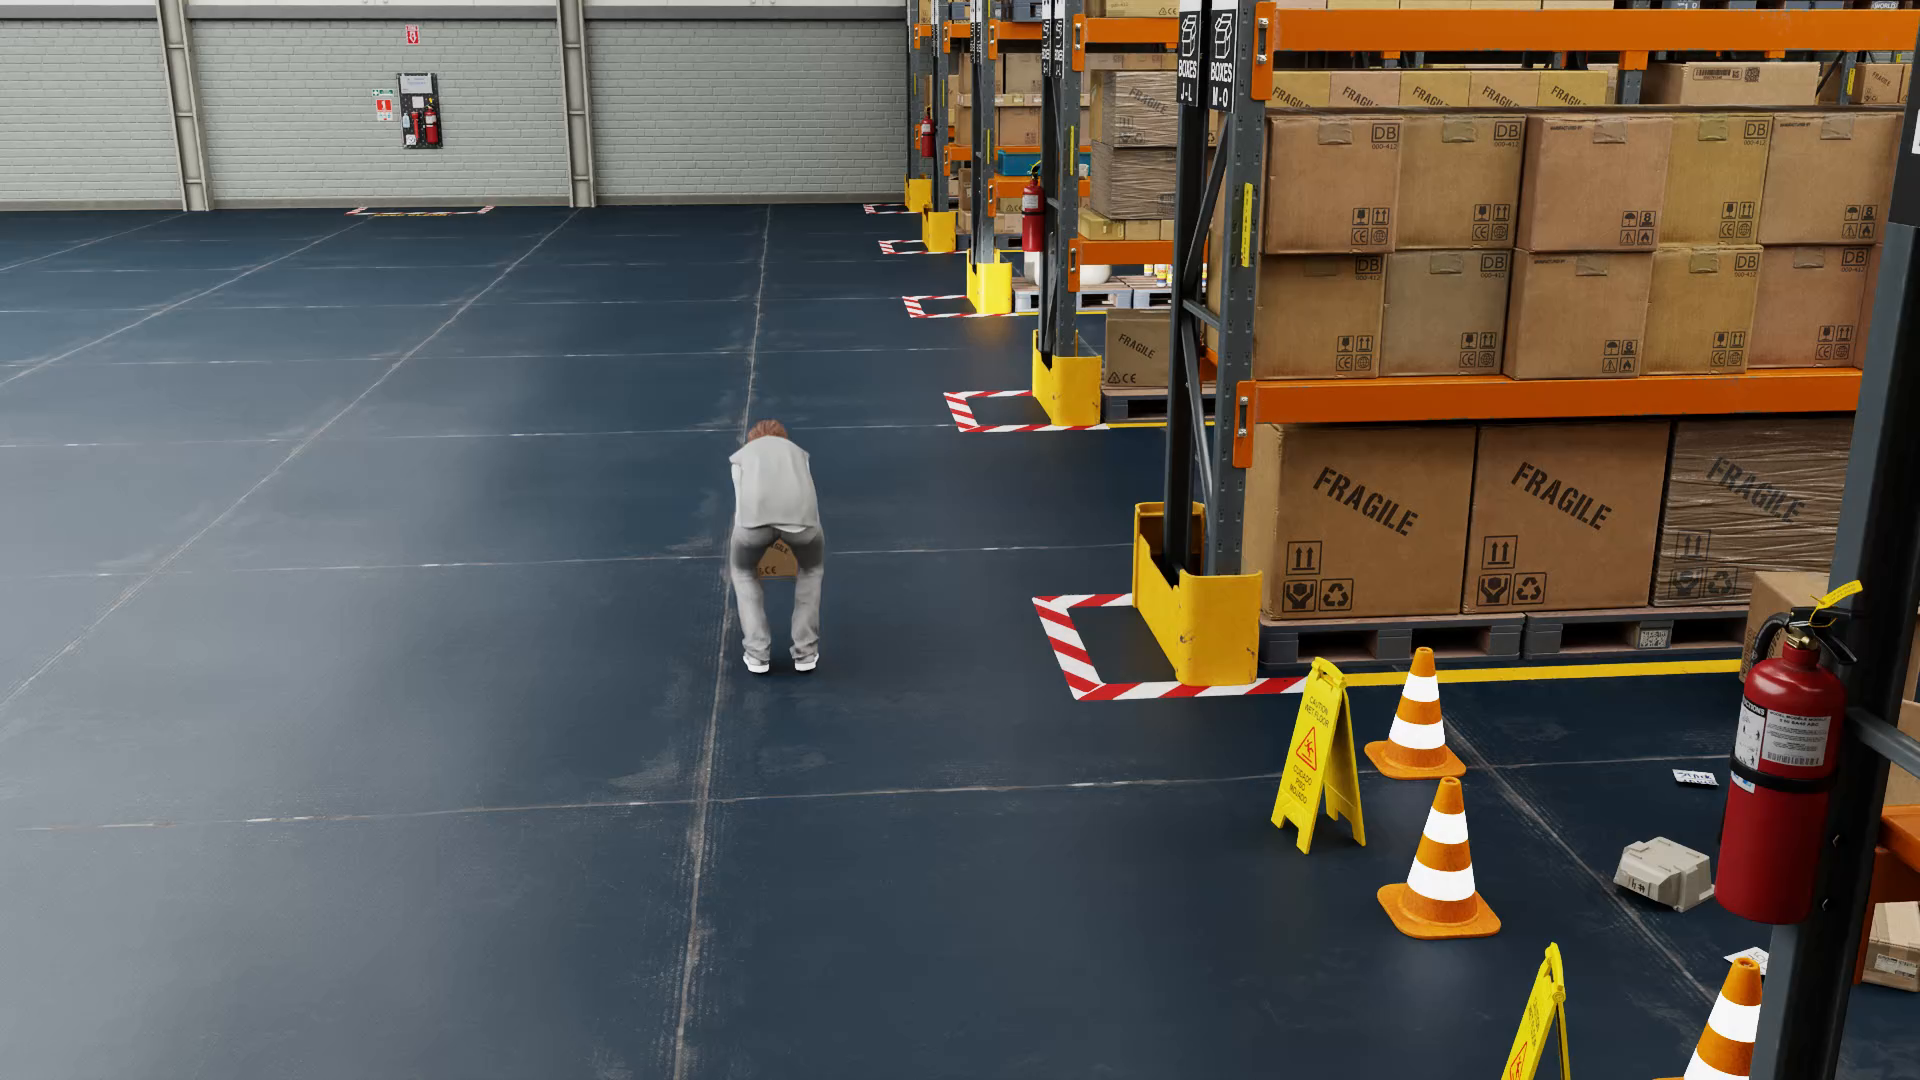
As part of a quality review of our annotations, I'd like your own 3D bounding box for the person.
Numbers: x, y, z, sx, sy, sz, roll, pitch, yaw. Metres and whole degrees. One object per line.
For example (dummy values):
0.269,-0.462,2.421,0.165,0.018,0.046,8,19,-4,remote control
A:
-0.824,0.028,7.458,0.415,1.020,0.857,-3,17,-8,person
